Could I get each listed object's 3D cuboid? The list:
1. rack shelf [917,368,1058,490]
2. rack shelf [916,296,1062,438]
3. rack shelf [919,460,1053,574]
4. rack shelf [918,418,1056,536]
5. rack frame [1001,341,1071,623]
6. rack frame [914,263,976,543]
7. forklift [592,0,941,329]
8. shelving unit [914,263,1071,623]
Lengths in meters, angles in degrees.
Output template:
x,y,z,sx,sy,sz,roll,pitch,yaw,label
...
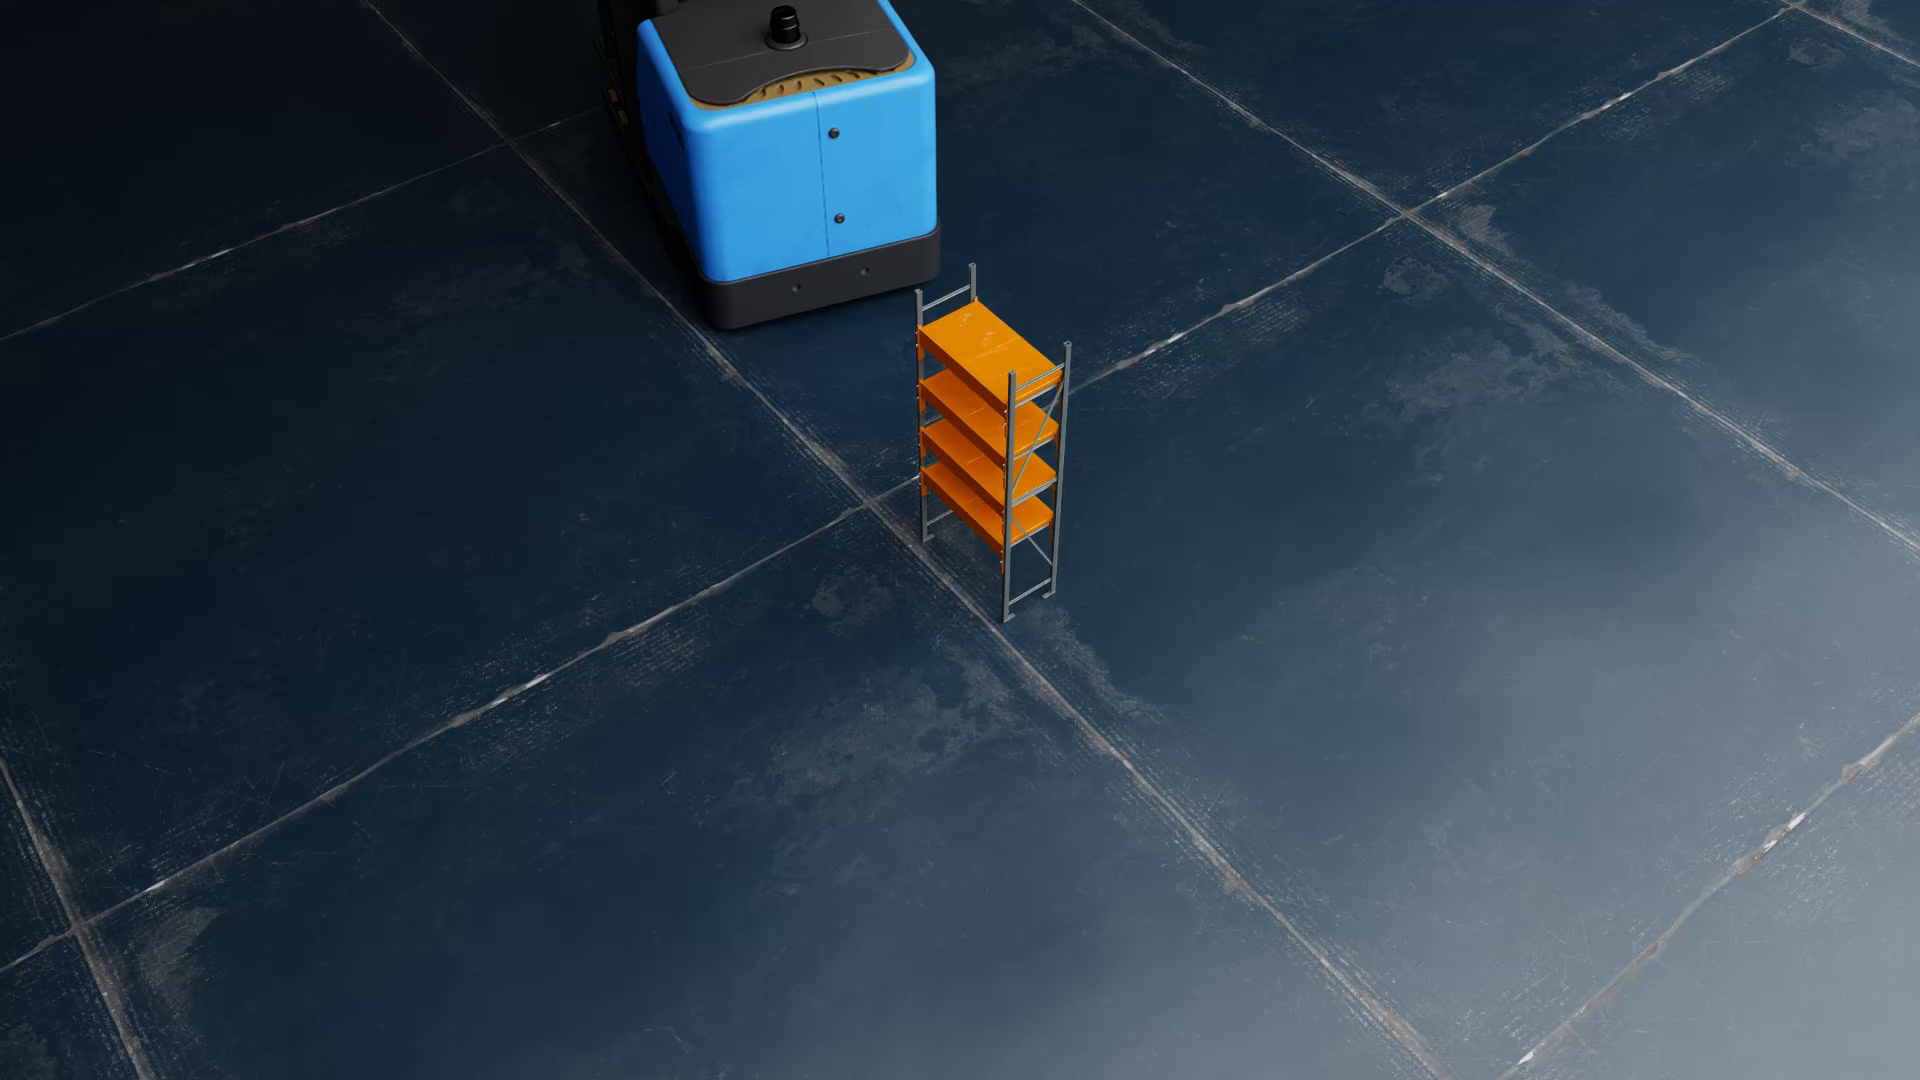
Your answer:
x,y,z,sx,sy,sz,roll,pitch,yaw,label
0.100,-0.410,5.601,0.258,0.148,0.480,-29,54,-24,rack shelf
0.100,-0.569,5.426,0.258,0.148,0.480,-29,54,-24,rack shelf
0.100,-0.127,5.914,0.258,0.148,0.480,-29,54,-24,rack shelf
0.100,-0.260,5.767,0.258,0.148,0.480,-29,54,-24,rack shelf
0.248,-0.162,5.587,0.240,1.200,0.015,-29,54,-24,rack frame
-0.048,-0.449,5.847,0.240,1.200,0.015,-29,54,-24,rack frame
-1.088,-2.980,6.974,1.130,2.935,3.031,-16,50,-14,forklift
0.100,-0.305,5.717,0.258,1.200,0.503,-29,54,-24,shelving unit
